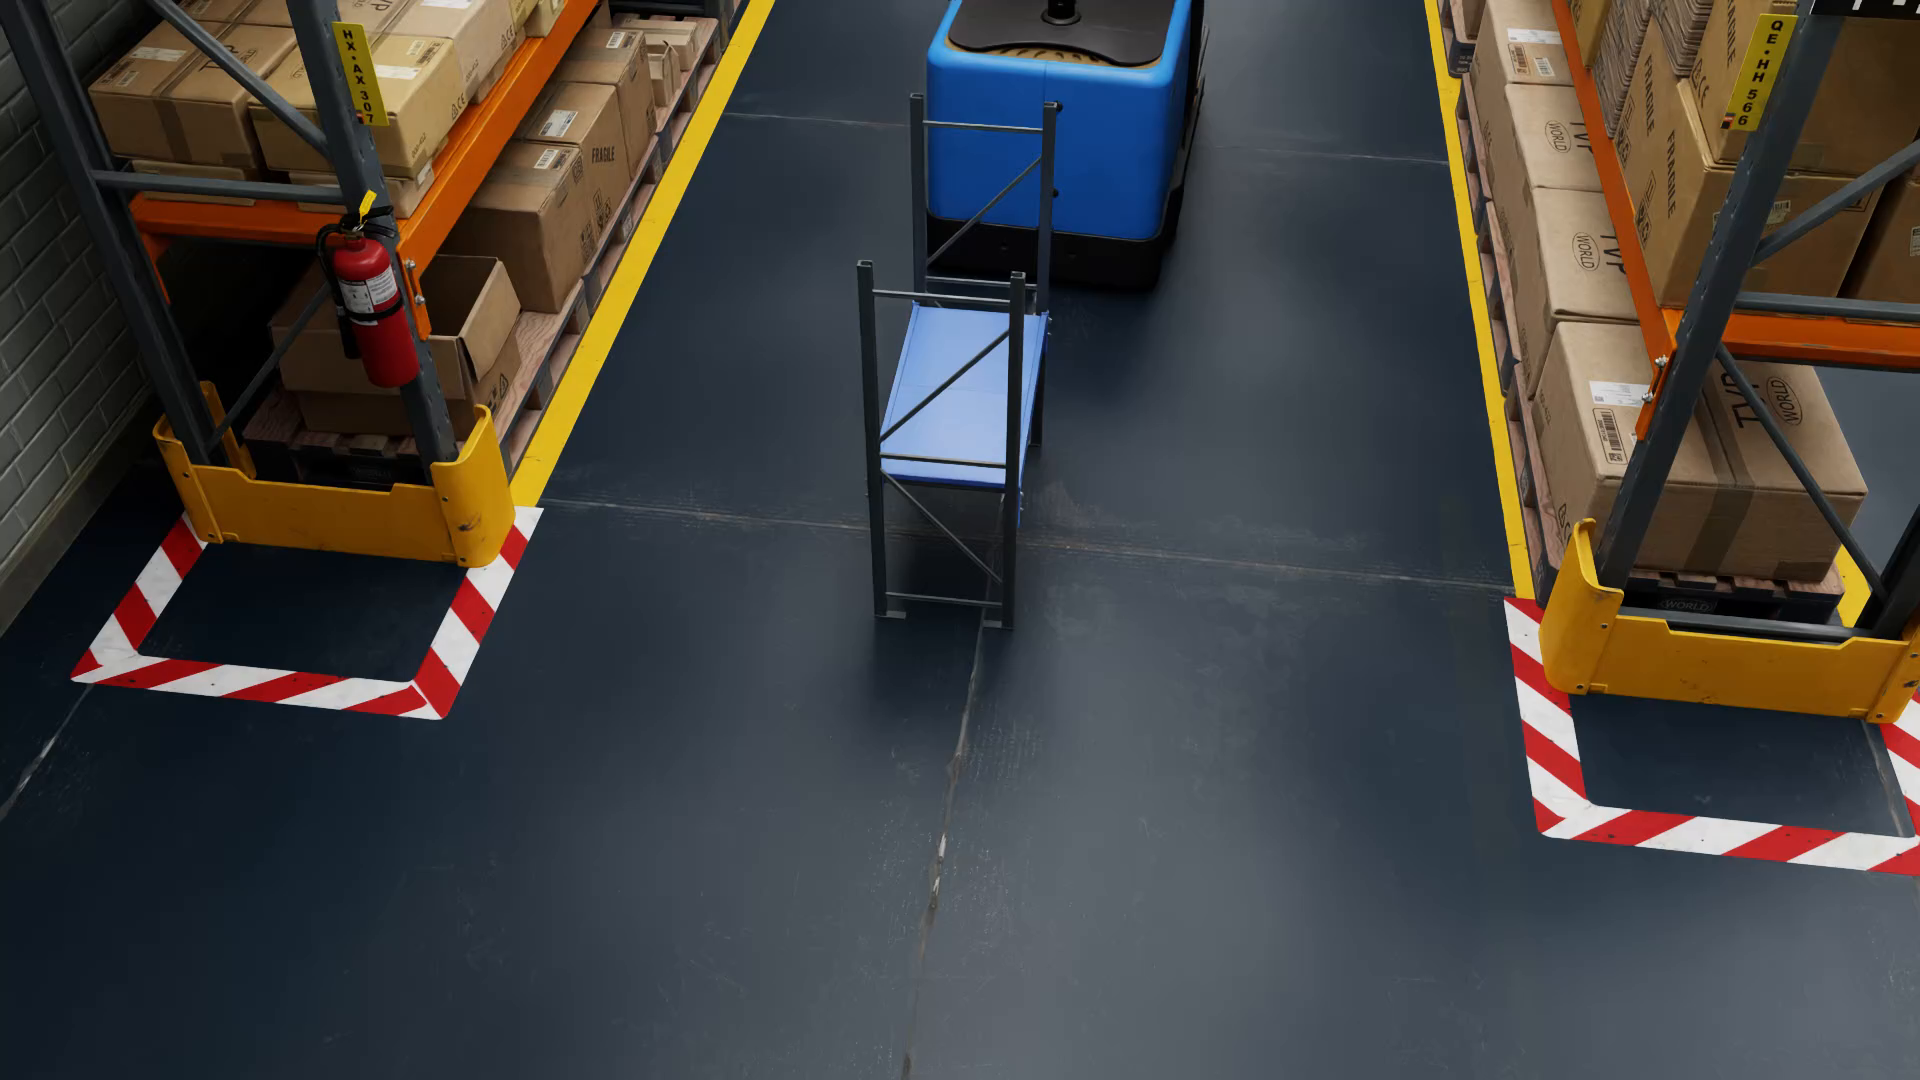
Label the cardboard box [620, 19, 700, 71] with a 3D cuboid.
[{"bbox_3d":[-1.553,-2.536,8.515,0.380,0.149,0.250,4,44,4],"label":"cardboard box"}]

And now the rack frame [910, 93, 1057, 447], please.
[{"bbox_3d":[0.078,-0.949,6.162,0.500,1.500,0.032,5,44,6],"label":"rack frame"}]

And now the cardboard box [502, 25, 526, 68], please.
[{"bbox_3d":[-1.872,-1.915,6.273,0.380,0.149,0.250,6,44,6],"label":"cardboard box"}]

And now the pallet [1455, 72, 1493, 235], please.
[{"bbox_3d":[2.973,-1.853,8.053,1.003,0.211,1.213,5,44,6],"label":"pallet"}]

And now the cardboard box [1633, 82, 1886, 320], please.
[{"bbox_3d":[2.423,-1.039,5.093,0.500,0.500,0.500,5,44,6],"label":"cardboard box"}]

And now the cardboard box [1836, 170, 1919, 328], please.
[{"bbox_3d":[2.970,-0.988,5.039,0.500,0.500,0.500,5,44,5],"label":"cardboard box"}]

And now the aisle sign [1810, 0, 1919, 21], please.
[{"bbox_3d":[2.305,-1.573,3.839,0.394,0.787,0.004,5,44,6],"label":"aisle sign"}]

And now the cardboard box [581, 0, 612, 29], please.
[{"bbox_3d":[-2.092,-2.572,8.435,0.500,0.311,0.500,7,44,7],"label":"cardboard box"}]

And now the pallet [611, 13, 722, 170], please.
[{"bbox_3d":[-1.862,-2.344,8.573,1.003,0.211,1.213,5,44,6],"label":"pallet"}]

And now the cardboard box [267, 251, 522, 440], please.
[{"bbox_3d":[-2.124,-0.753,6.374,0.797,0.503,0.637,4,44,4],"label":"cardboard box"}]

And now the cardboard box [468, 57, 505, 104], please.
[{"bbox_3d":[-1.901,-1.733,6.082,0.380,0.149,0.250,7,44,7],"label":"cardboard box"}]

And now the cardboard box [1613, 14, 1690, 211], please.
[{"bbox_3d":[2.504,-1.380,5.453,0.500,0.500,0.500,4,44,5],"label":"cardboard box"}]

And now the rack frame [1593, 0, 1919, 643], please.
[{"bbox_3d":[2.622,-0.650,4.755,1.000,3.000,0.127,5,44,6],"label":"rack frame"}]

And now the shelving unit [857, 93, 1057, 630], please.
[{"bbox_3d":[0.011,-0.603,5.796,0.538,1.500,1.048,5,44,6],"label":"shelving unit"}]

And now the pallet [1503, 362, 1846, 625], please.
[{"bbox_3d":[2.650,-0.190,6.297,1.003,0.211,1.213,5,44,6],"label":"pallet"}]

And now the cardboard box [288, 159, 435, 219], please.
[{"bbox_3d":[-1.983,-1.207,5.526,0.380,0.149,0.250,5,44,5],"label":"cardboard box"}]

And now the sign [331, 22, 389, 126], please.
[{"bbox_3d":[-1.761,-1.364,4.879,0.100,0.325,0.005,5,44,6],"label":"sign"}]

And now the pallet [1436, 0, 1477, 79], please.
[{"bbox_3d":[3.178,-2.897,9.156,1.003,0.211,1.213,5,44,6],"label":"pallet"}]

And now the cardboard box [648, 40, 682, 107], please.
[{"bbox_3d":[-1.600,-2.335,8.218,0.396,0.266,0.258,7,44,7],"label":"cardboard box"}]

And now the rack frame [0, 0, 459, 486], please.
[{"bbox_3d":[-2.299,-1.099,5.229,1.000,3.000,0.127,5,44,6],"label":"rack frame"}]

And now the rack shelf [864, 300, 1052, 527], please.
[{"bbox_3d":[0.011,-0.472,5.919,0.538,0.185,1.000,5,44,6],"label":"rack shelf"}]

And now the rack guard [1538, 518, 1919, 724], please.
[{"bbox_3d":[2.619,0.274,5.597,1.175,0.500,0.348,5,44,6],"label":"rack guard"}]

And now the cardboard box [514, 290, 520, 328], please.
[{"bbox_3d":[-2.029,-0.911,6.798,0.380,0.149,0.250,4,44,4],"label":"cardboard box"}]

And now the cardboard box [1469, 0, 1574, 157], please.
[{"bbox_3d":[2.961,-2.180,7.929,0.875,0.438,0.875,5,44,5],"label":"cardboard box"}]

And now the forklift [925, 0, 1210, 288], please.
[{"bbox_3d":[0.651,-3.202,7.500,1.130,2.935,3.031,8,44,9],"label":"forklift"}]

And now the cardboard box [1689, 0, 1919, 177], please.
[{"bbox_3d":[2.450,-1.400,4.747,0.500,0.500,0.500,7,44,7],"label":"cardboard box"}]

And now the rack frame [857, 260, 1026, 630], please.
[{"bbox_3d":[-0.056,-0.256,5.430,0.500,1.500,0.032,5,44,6],"label":"rack frame"}]

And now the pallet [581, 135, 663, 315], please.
[{"bbox_3d":[-2.021,-1.511,7.692,1.003,0.211,1.213,5,44,6],"label":"pallet"}]

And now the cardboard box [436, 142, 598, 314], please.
[{"bbox_3d":[-1.972,-1.331,6.987,0.700,0.500,0.500,7,44,7],"label":"cardboard box"}]

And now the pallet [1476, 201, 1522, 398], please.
[{"bbox_3d":[2.814,-1.019,7.173,1.003,0.211,1.213,5,44,6],"label":"pallet"}]

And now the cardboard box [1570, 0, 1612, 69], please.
[{"bbox_3d":[2.618,-2.085,6.197,0.500,0.500,0.500,6,44,7],"label":"cardboard box"}]

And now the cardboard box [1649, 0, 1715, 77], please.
[{"bbox_3d":[2.490,-1.759,5.126,0.500,0.500,0.500,5,44,6],"label":"cardboard box"}]

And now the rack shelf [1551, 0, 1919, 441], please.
[{"bbox_3d":[2.886,-1.752,6.442,1.077,0.370,4.000,5,44,6],"label":"rack shelf"}]

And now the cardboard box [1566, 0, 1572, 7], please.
[{"bbox_3d":[2.686,-2.436,6.568,0.500,0.500,0.500,5,44,6],"label":"cardboard box"}]

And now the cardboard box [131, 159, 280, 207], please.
[{"bbox_3d":[-2.521,-1.258,5.580,0.380,0.149,0.250,5,44,5],"label":"cardboard box"}]

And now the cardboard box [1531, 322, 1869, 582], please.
[{"bbox_3d":[2.610,-0.331,5.976,0.875,0.438,0.875,4,44,4],"label":"cardboard box"}]

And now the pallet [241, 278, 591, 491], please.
[{"bbox_3d":[-2.184,-0.682,6.817,1.003,0.211,1.213,5,44,6],"label":"pallet"}]

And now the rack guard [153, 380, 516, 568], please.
[{"bbox_3d":[-2.289,-0.243,6.143,1.175,0.500,0.348,5,44,6],"label":"rack guard"}]

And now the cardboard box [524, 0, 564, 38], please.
[{"bbox_3d":[-1.764,-2.080,6.448,0.380,0.149,0.250,4,44,4],"label":"cardboard box"}]

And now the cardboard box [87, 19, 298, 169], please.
[{"bbox_3d":[-2.501,-1.490,5.535,0.500,0.250,0.500,6,44,7],"label":"cardboard box"}]

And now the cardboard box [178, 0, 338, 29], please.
[{"bbox_3d":[-2.432,-1.842,5.906,0.500,0.250,0.500,5,44,6],"label":"cardboard box"}]

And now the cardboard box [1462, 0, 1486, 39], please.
[{"bbox_3d":[3.153,-3.187,8.674,0.875,0.875,0.875,6,44,7],"label":"cardboard box"}]

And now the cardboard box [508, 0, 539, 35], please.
[{"bbox_3d":[-1.842,-2.127,6.207,0.500,0.250,0.500,4,44,5],"label":"cardboard box"}]

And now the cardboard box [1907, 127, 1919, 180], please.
[{"bbox_3d":[2.968,-1.351,4.695,0.500,0.500,0.500,4,44,5],"label":"cardboard box"}]

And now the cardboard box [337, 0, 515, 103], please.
[{"bbox_3d":[-1.905,-1.781,5.842,0.500,0.250,0.500,6,44,6],"label":"cardboard box"}]

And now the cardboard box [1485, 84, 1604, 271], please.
[{"bbox_3d":[2.843,-1.570,7.285,0.875,0.438,0.875,4,44,4],"label":"cardboard box"}]

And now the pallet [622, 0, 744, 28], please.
[{"bbox_3d":[-1.700,-3.370,9.656,1.003,0.211,1.213,5,44,6],"label":"pallet"}]

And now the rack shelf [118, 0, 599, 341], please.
[{"bbox_3d":[-2.034,-2.201,6.916,1.077,0.370,4.000,5,44,6],"label":"rack shelf"}]

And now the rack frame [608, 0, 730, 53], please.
[{"bbox_3d":[-1.770,-3.825,8.108,1.000,3.000,0.127,5,44,6],"label":"rack frame"}]

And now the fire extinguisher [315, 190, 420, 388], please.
[{"bbox_3d":[-1.860,-0.793,5.234,0.296,0.674,0.183,5,44,6],"label":"fire extinguisher"}]

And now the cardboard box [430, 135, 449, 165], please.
[{"bbox_3d":[-1.996,-1.384,5.713,0.380,0.149,0.250,6,44,7],"label":"cardboard box"}]

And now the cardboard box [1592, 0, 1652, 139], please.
[{"bbox_3d":[2.563,-1.732,5.824,0.500,0.500,0.500,6,44,7],"label":"cardboard box"}]

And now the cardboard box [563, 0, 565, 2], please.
[{"bbox_3d":[-1.749,-2.262,6.640,0.380,0.149,0.250,6,44,6],"label":"cardboard box"}]

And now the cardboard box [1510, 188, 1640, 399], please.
[{"bbox_3d":[2.723,-0.956,6.636,0.875,0.438,0.875,6,44,7],"label":"cardboard box"}]

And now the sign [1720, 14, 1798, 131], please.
[{"bbox_3d":[2.086,-1.216,4.338,0.100,0.325,0.005,5,44,6],"label":"sign"}]

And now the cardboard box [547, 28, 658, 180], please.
[{"bbox_3d":[-1.835,-2.039,7.734,0.700,0.500,0.500,4,44,4],"label":"cardboard box"}]

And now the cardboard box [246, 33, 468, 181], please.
[{"bbox_3d":[-1.972,-1.437,5.479,0.500,0.250,0.500,5,44,6],"label":"cardboard box"}]

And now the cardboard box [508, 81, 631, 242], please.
[{"bbox_3d":[-1.803,-1.682,7.358,0.500,0.500,0.500,6,44,6],"label":"cardboard box"}]
